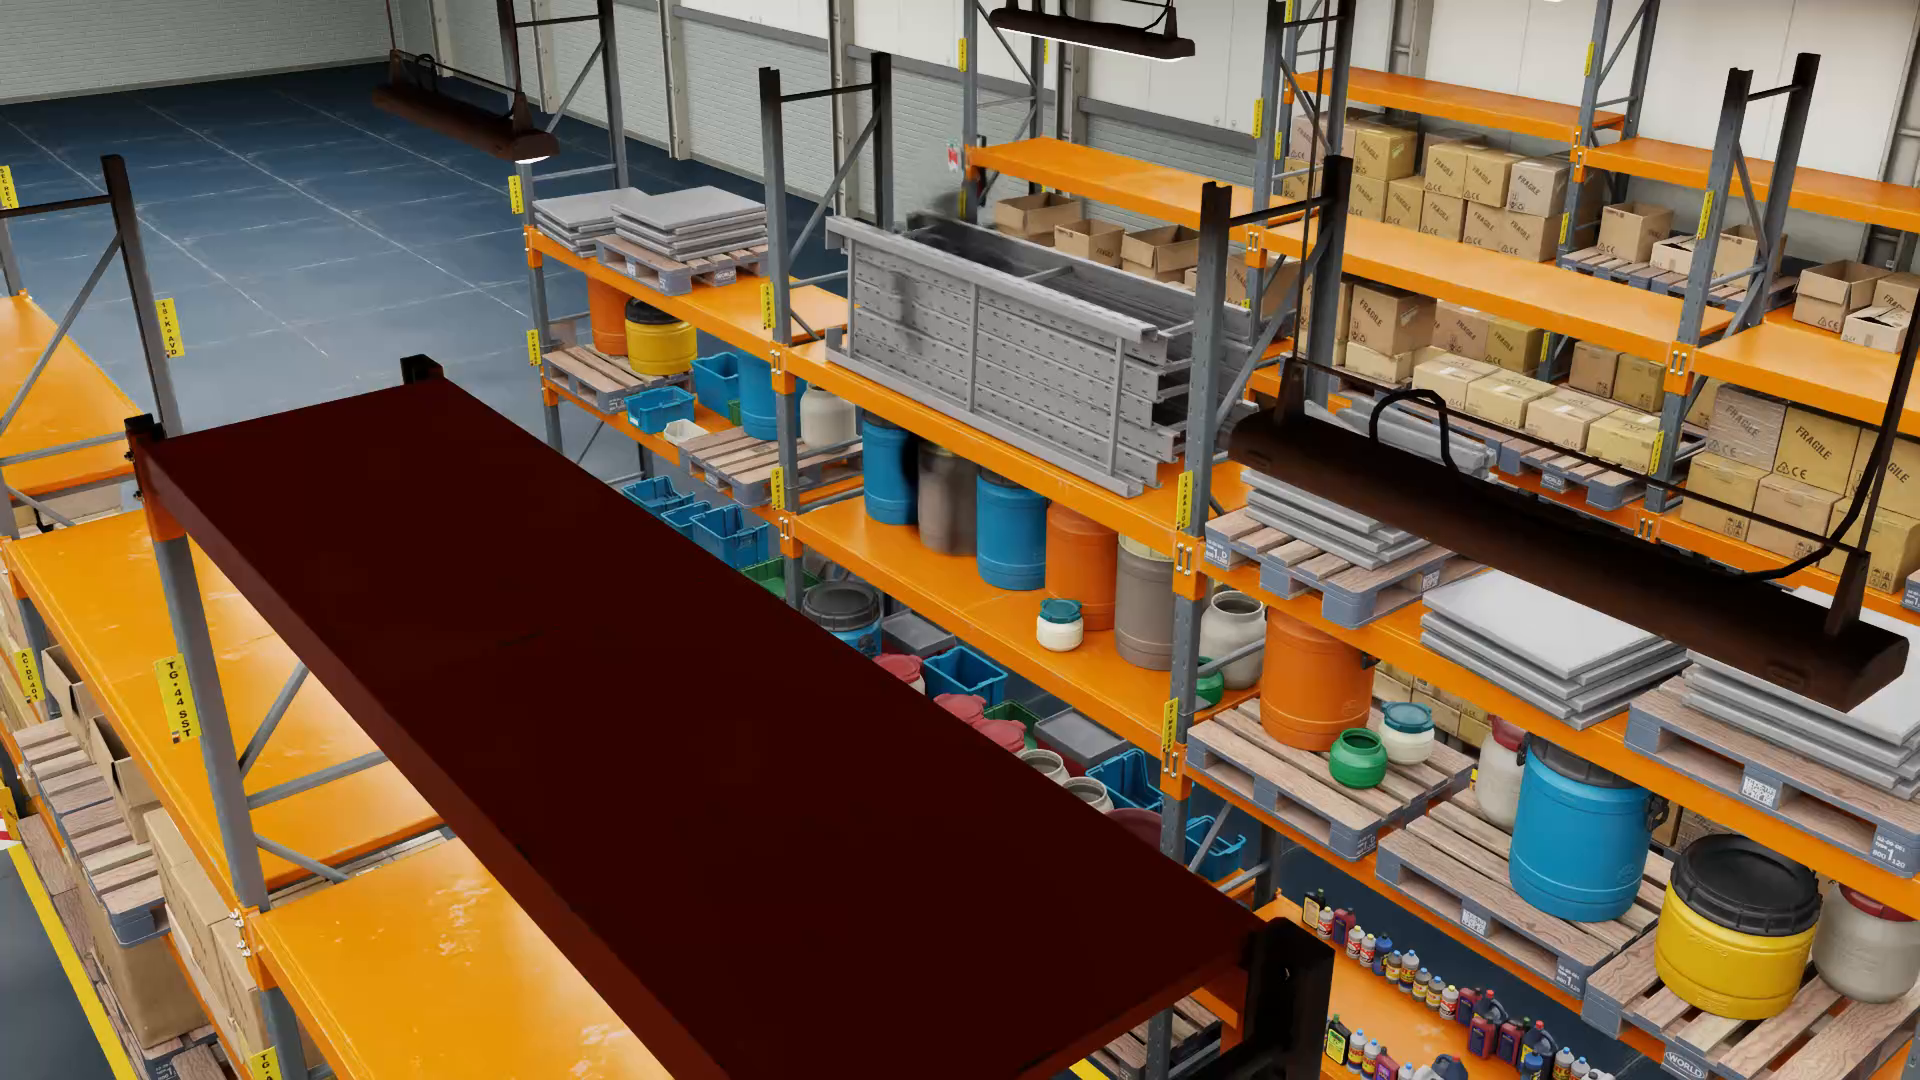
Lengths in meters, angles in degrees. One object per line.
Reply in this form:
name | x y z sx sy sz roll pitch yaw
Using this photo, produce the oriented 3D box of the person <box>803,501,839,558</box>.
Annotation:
person | -1.297 0.147 16.106 0.791 1.654 0.565 18 31 32
